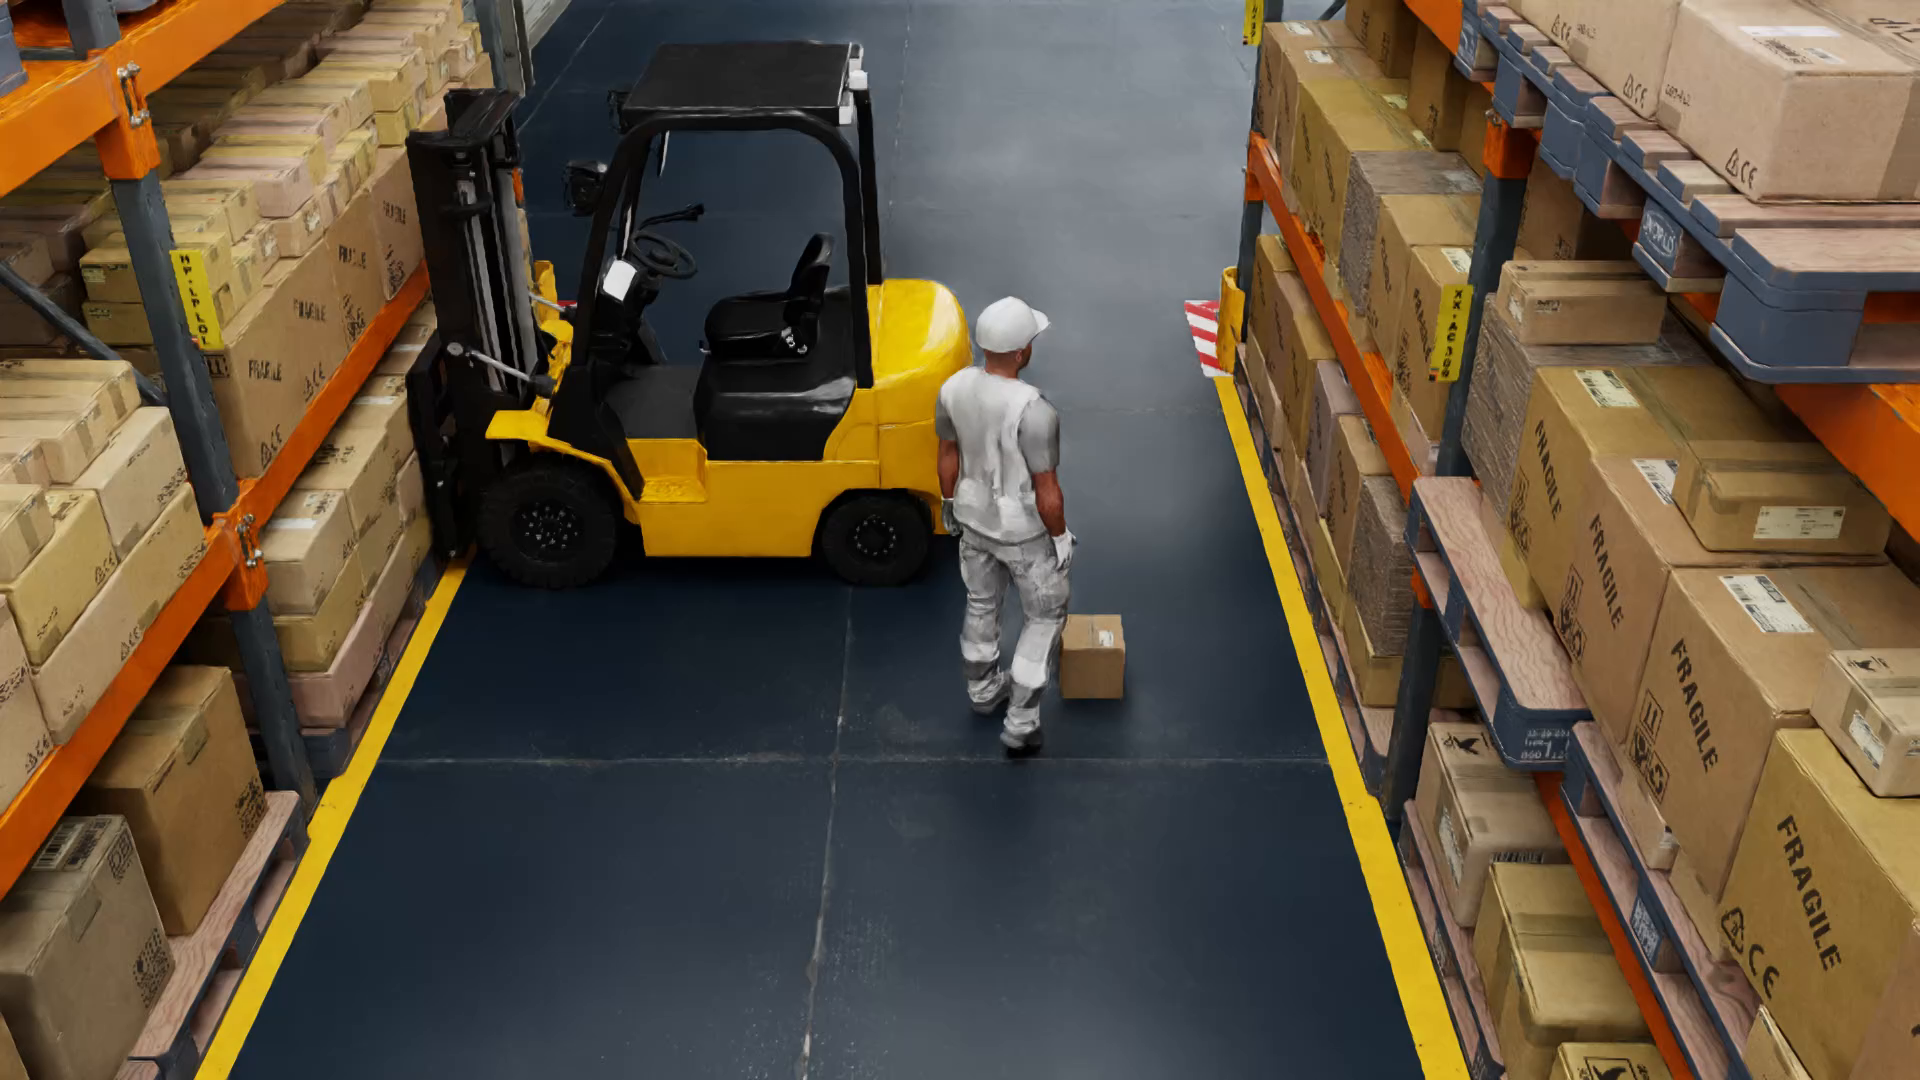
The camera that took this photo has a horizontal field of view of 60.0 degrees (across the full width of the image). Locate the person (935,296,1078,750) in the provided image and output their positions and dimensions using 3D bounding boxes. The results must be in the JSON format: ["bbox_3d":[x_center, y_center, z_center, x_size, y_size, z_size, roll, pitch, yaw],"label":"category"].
[{"bbox_3d":[0.166,-0.067,6.216,0.579,1.812,0.464,25,39,35],"label":"person"}]
